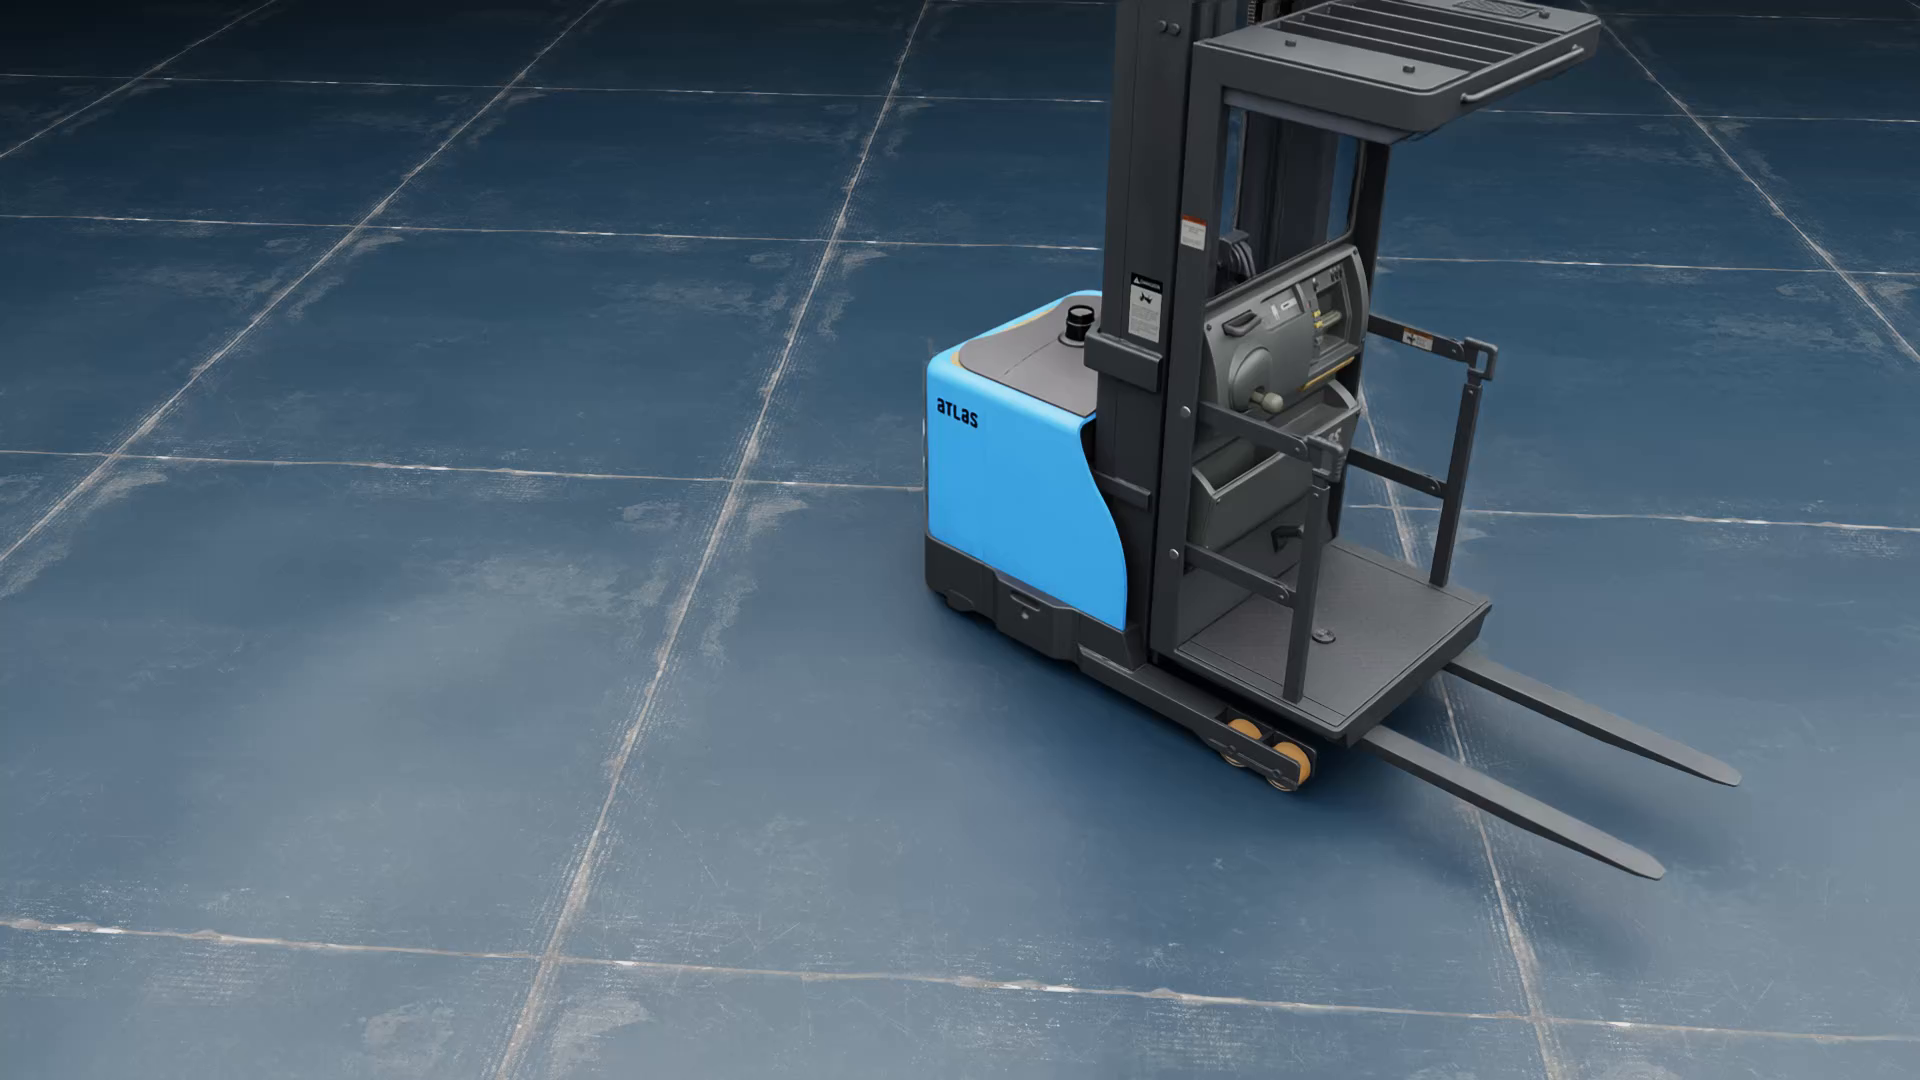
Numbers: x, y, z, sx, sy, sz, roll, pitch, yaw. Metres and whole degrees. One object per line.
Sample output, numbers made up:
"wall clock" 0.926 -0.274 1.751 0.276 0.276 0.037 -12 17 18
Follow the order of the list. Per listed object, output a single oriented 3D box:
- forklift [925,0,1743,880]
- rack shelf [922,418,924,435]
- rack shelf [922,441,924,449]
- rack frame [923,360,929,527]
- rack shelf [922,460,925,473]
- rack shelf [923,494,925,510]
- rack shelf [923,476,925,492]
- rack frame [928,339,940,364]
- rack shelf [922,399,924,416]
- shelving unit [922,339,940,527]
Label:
"forklift" 1.278 -0.681 5.561 3.031 2.935 1.130 26 40 36
"rack shelf" -0.021 -0.513 6.946 0.258 0.077 0.200 2 32 4
"rack shelf" -0.021 -0.437 6.993 0.258 0.077 0.200 2 32 4
"rack frame" -0.029 -0.335 6.936 0.240 0.900 0.006 2 32 4
"rack shelf" -0.021 -0.360 7.040 0.258 0.077 0.200 2 32 4
"rack shelf" -0.021 -0.207 7.135 0.258 0.077 0.200 2 32 4
"rack shelf" -0.021 -0.283 7.087 0.258 0.077 0.200 2 32 4
"rack frame" -0.013 -0.442 7.109 0.240 0.900 0.006 2 32 4
"rack shelf" -0.021 -0.590 6.898 0.258 0.077 0.200 2 32 4
"shelving unit" -0.021 -0.388 7.023 0.258 0.900 0.210 2 32 4
